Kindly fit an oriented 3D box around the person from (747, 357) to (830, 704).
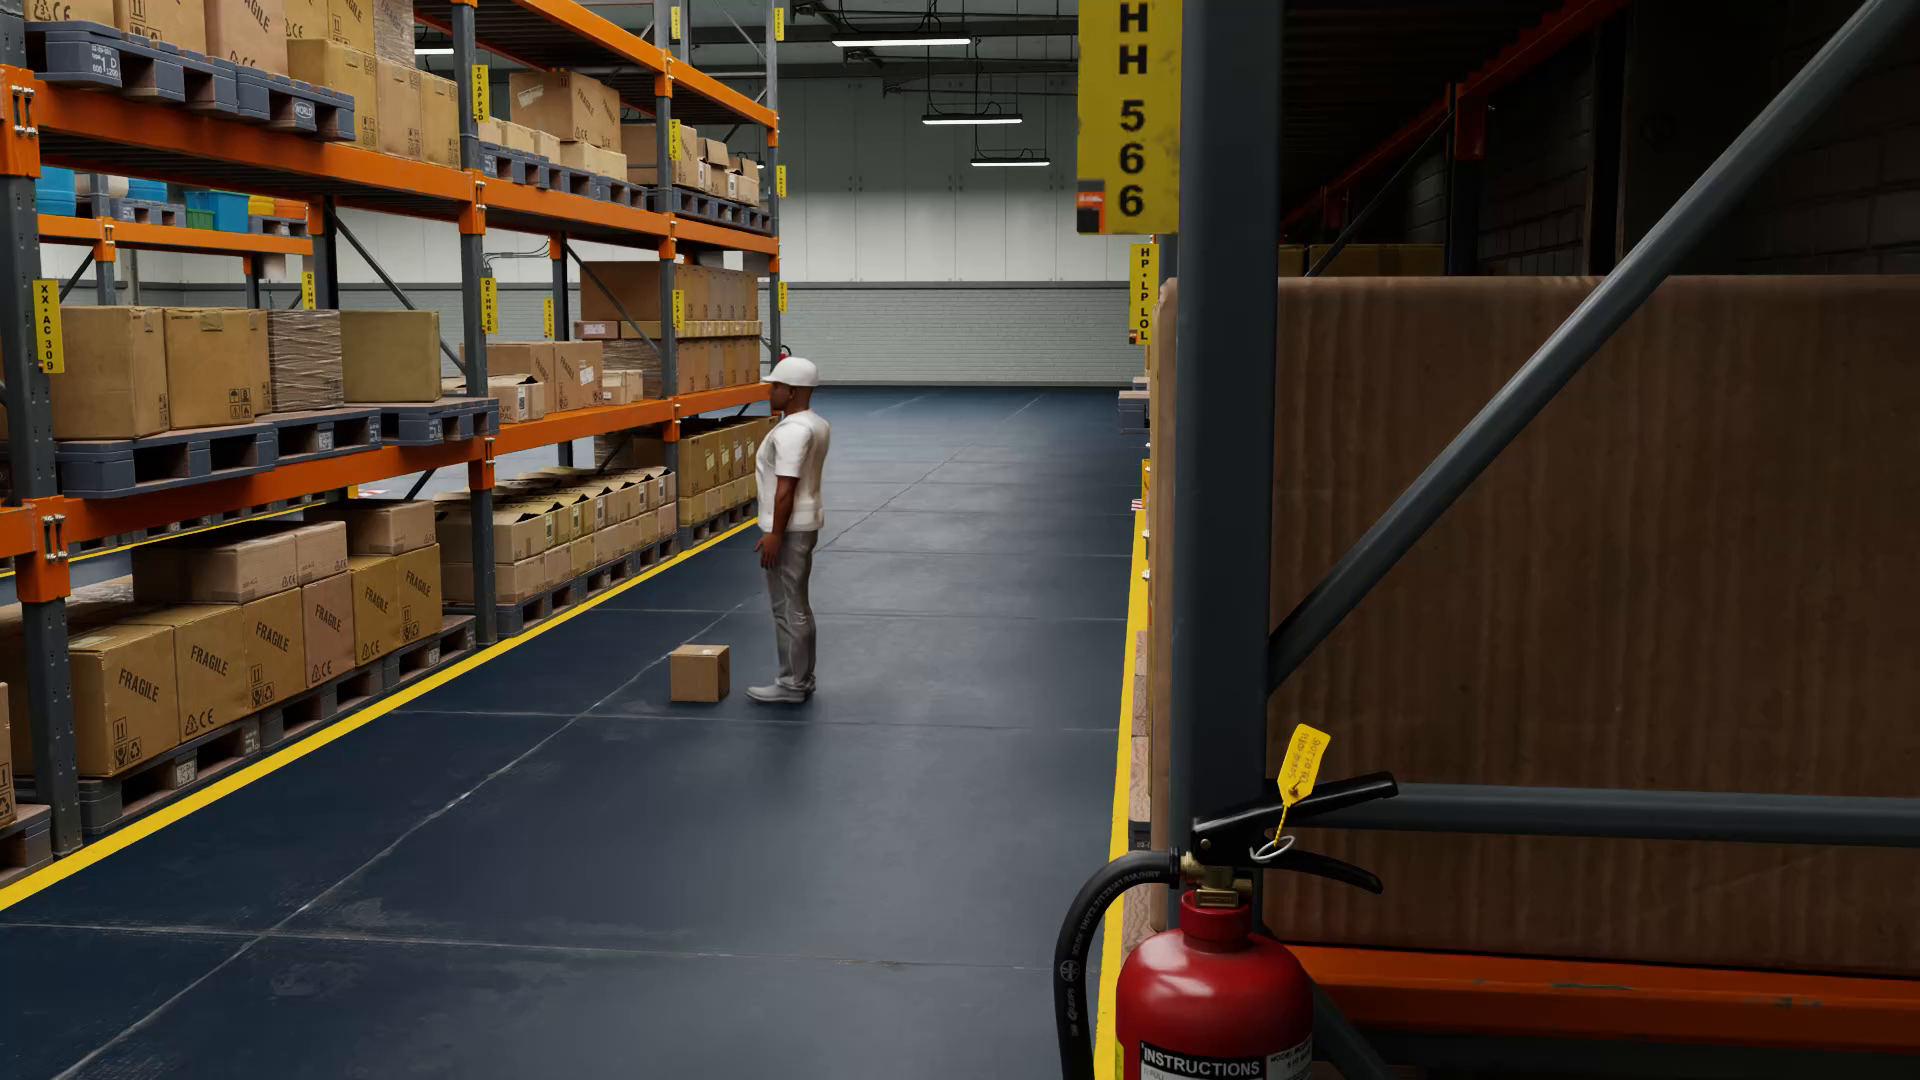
[{"bbox_3d":[-0.892,-0.031,8.547,0.409,1.805,0.575,1,8,7],"label":"person"}]
